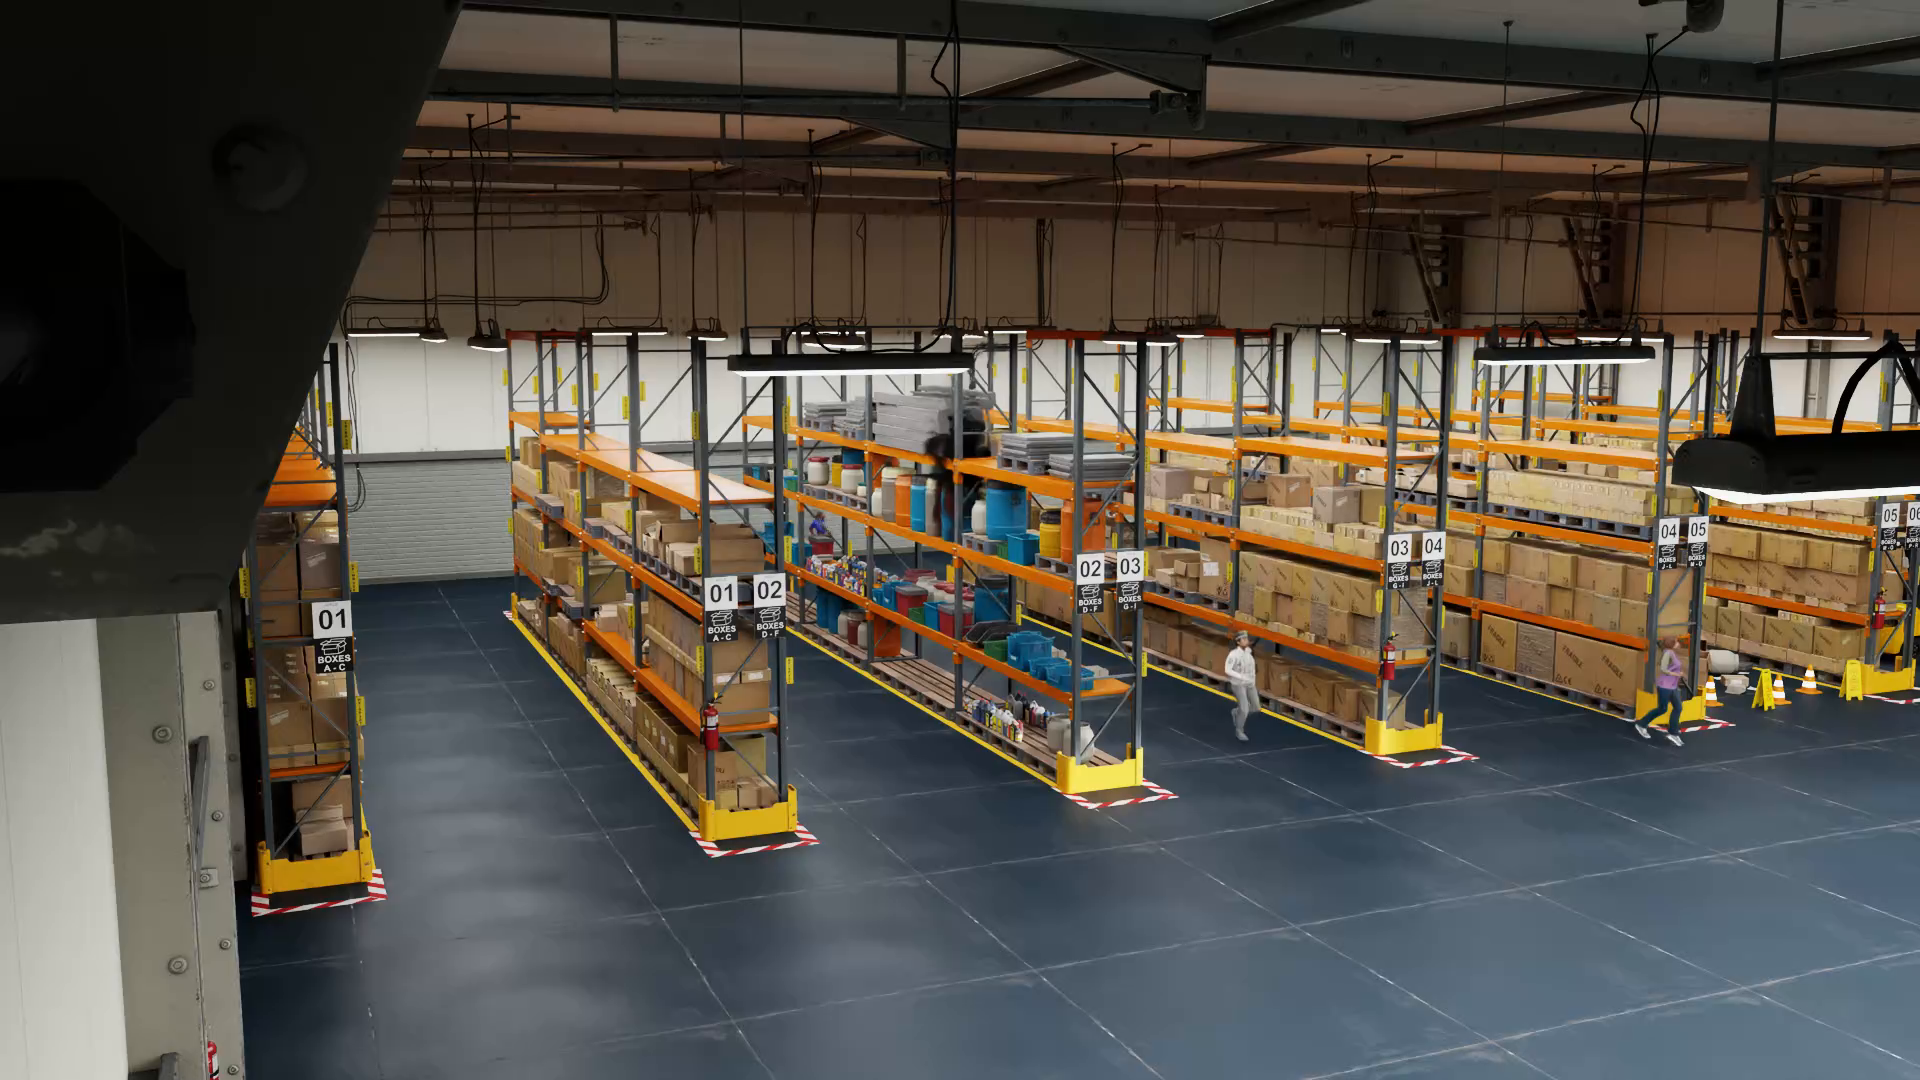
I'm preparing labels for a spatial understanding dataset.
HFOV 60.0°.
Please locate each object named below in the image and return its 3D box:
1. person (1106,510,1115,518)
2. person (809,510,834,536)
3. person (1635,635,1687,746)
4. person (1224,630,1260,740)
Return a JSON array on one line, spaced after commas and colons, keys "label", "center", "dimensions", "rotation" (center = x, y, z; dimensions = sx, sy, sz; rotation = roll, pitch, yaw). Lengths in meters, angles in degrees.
[{"label": "person", "center": [3.627, -0.088, 41.155], "dimensions": [0.837, 1.628, 0.642], "rotation": [-3, 8, -23]}, {"label": "person", "center": [-3.368, 0.115, 39.712], "dimensions": [0.844, 1.687, 0.568], "rotation": [-1, 8, -6]}, {"label": "person", "center": [10.427, 2.210, 24.646], "dimensions": [0.711, 1.638, 0.570], "rotation": [6, 10, 35]}, {"label": "person", "center": [4.226, 2.153, 24.794], "dimensions": [0.674, 1.660, 0.496], "rotation": [-6, 10, -38]}]
